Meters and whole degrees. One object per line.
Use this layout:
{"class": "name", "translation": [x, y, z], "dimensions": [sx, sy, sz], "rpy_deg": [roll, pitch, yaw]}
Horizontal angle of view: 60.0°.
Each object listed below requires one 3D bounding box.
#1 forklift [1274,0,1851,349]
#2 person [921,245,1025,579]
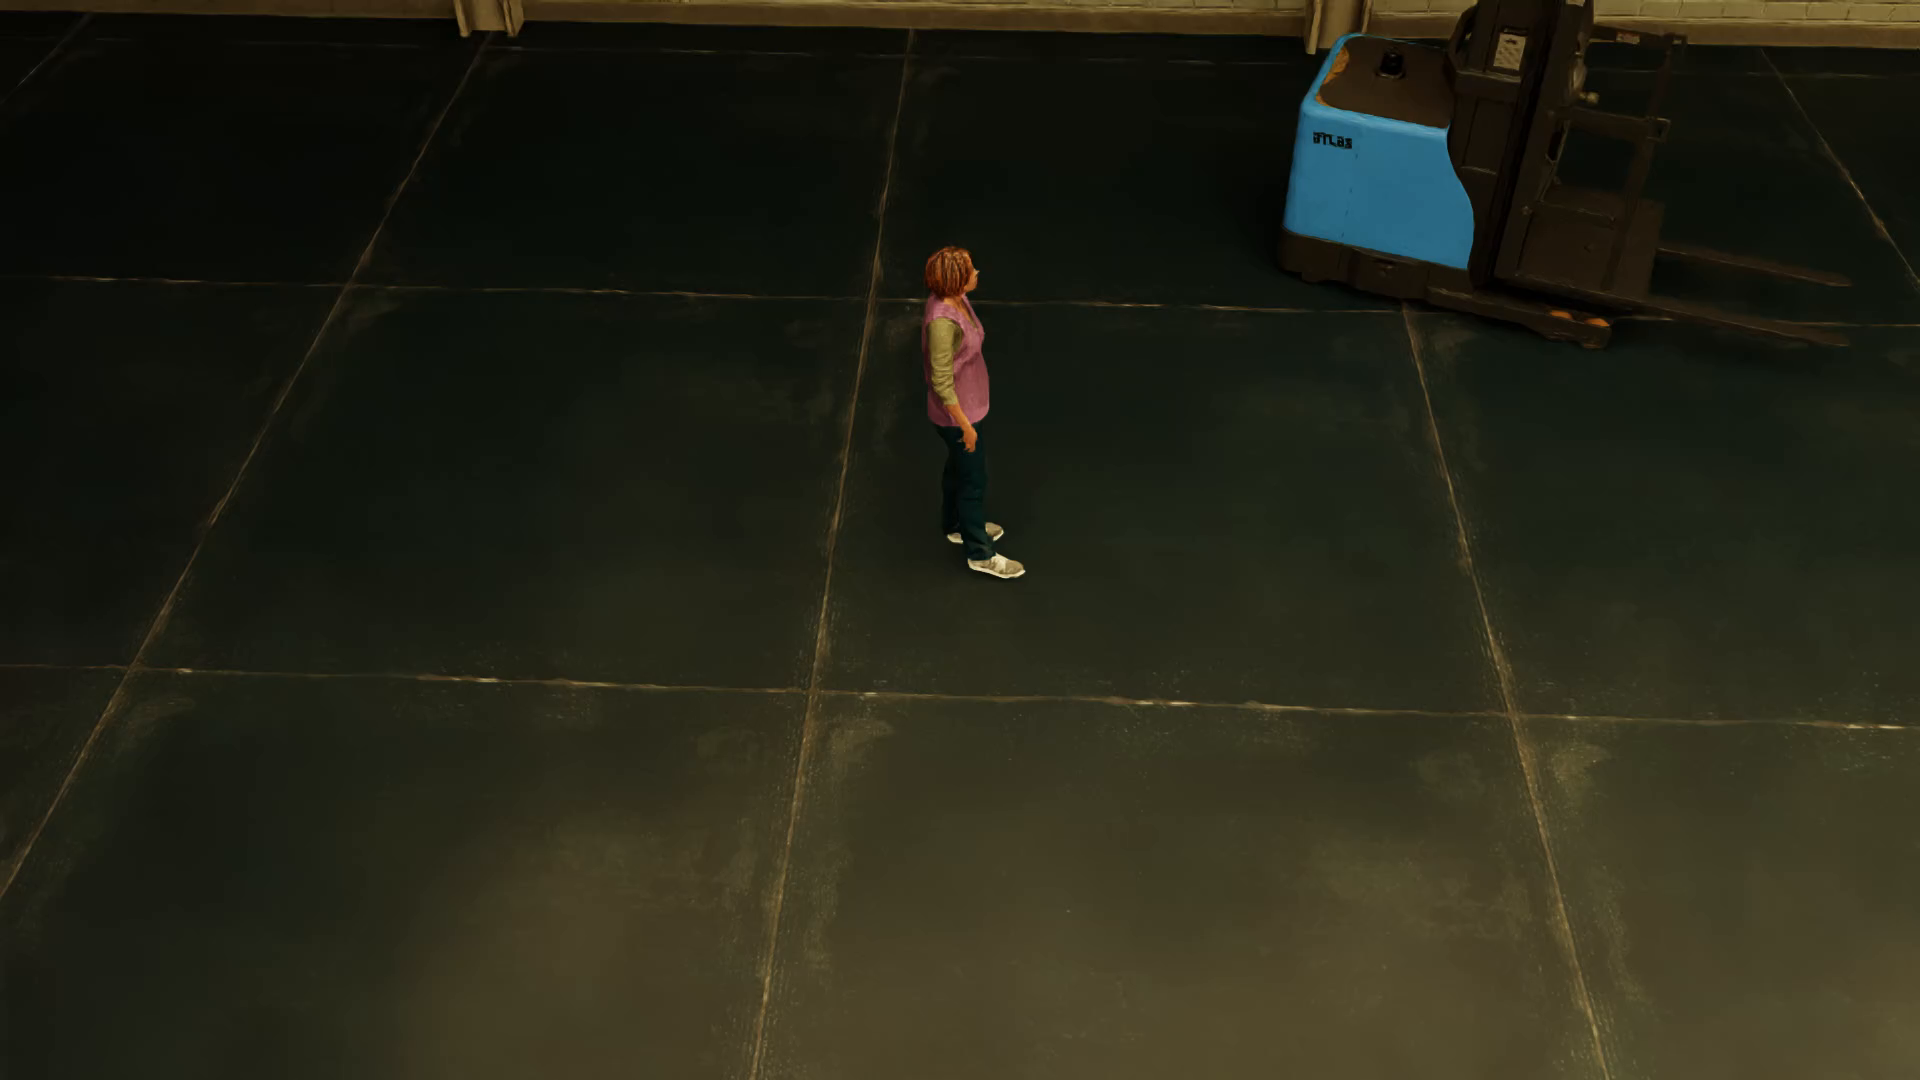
{"class": "forklift", "translation": [3.378, -2.530, 8.514], "dimensions": [3.031, 2.935, 1.130], "rpy_deg": [16, 45, 16]}
{"class": "person", "translation": [0.073, -0.584, 7.360], "dimensions": [0.474, 1.597, 0.520], "rpy_deg": [2, 42, 2]}
